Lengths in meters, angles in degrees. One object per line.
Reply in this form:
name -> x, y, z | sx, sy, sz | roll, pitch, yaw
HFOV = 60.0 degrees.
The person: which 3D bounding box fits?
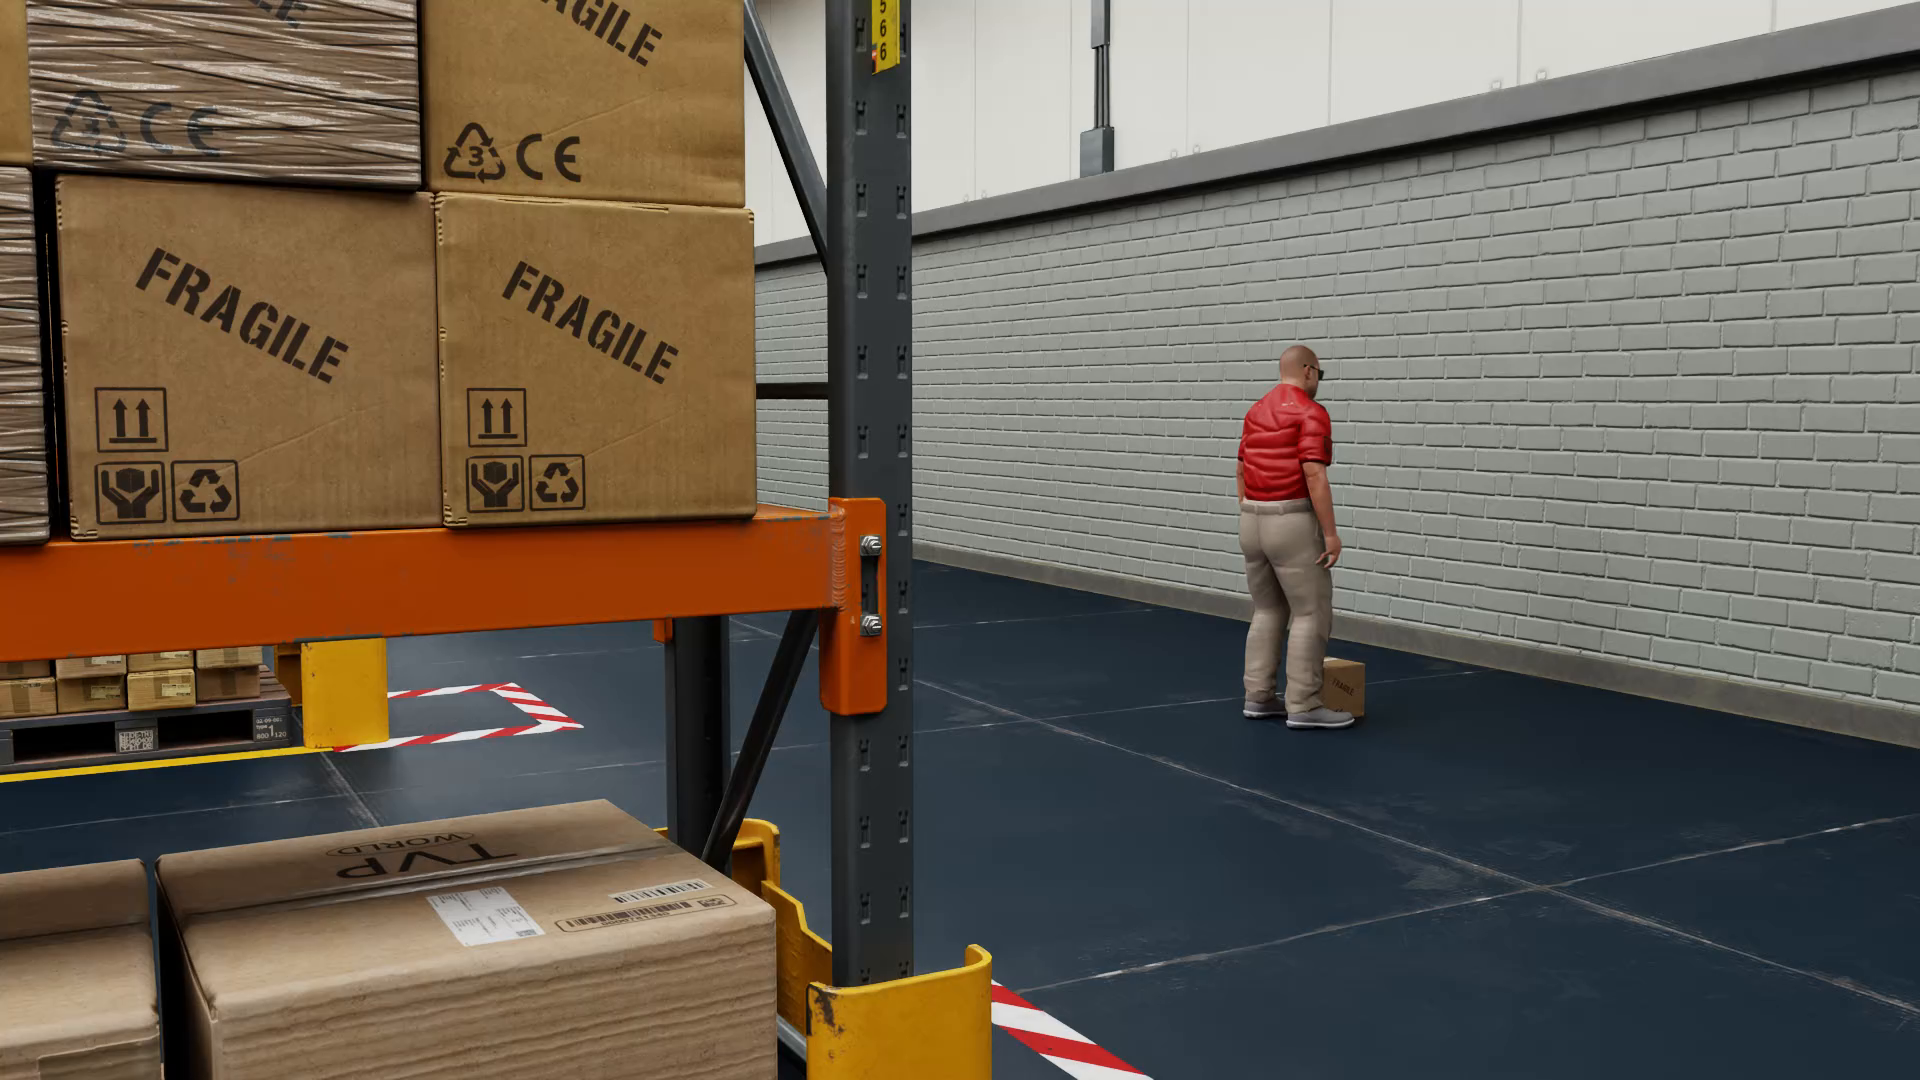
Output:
person -> 1.505, -0.026, 7.627 | 0.388, 1.726, 0.590 | -3, 6, -29
